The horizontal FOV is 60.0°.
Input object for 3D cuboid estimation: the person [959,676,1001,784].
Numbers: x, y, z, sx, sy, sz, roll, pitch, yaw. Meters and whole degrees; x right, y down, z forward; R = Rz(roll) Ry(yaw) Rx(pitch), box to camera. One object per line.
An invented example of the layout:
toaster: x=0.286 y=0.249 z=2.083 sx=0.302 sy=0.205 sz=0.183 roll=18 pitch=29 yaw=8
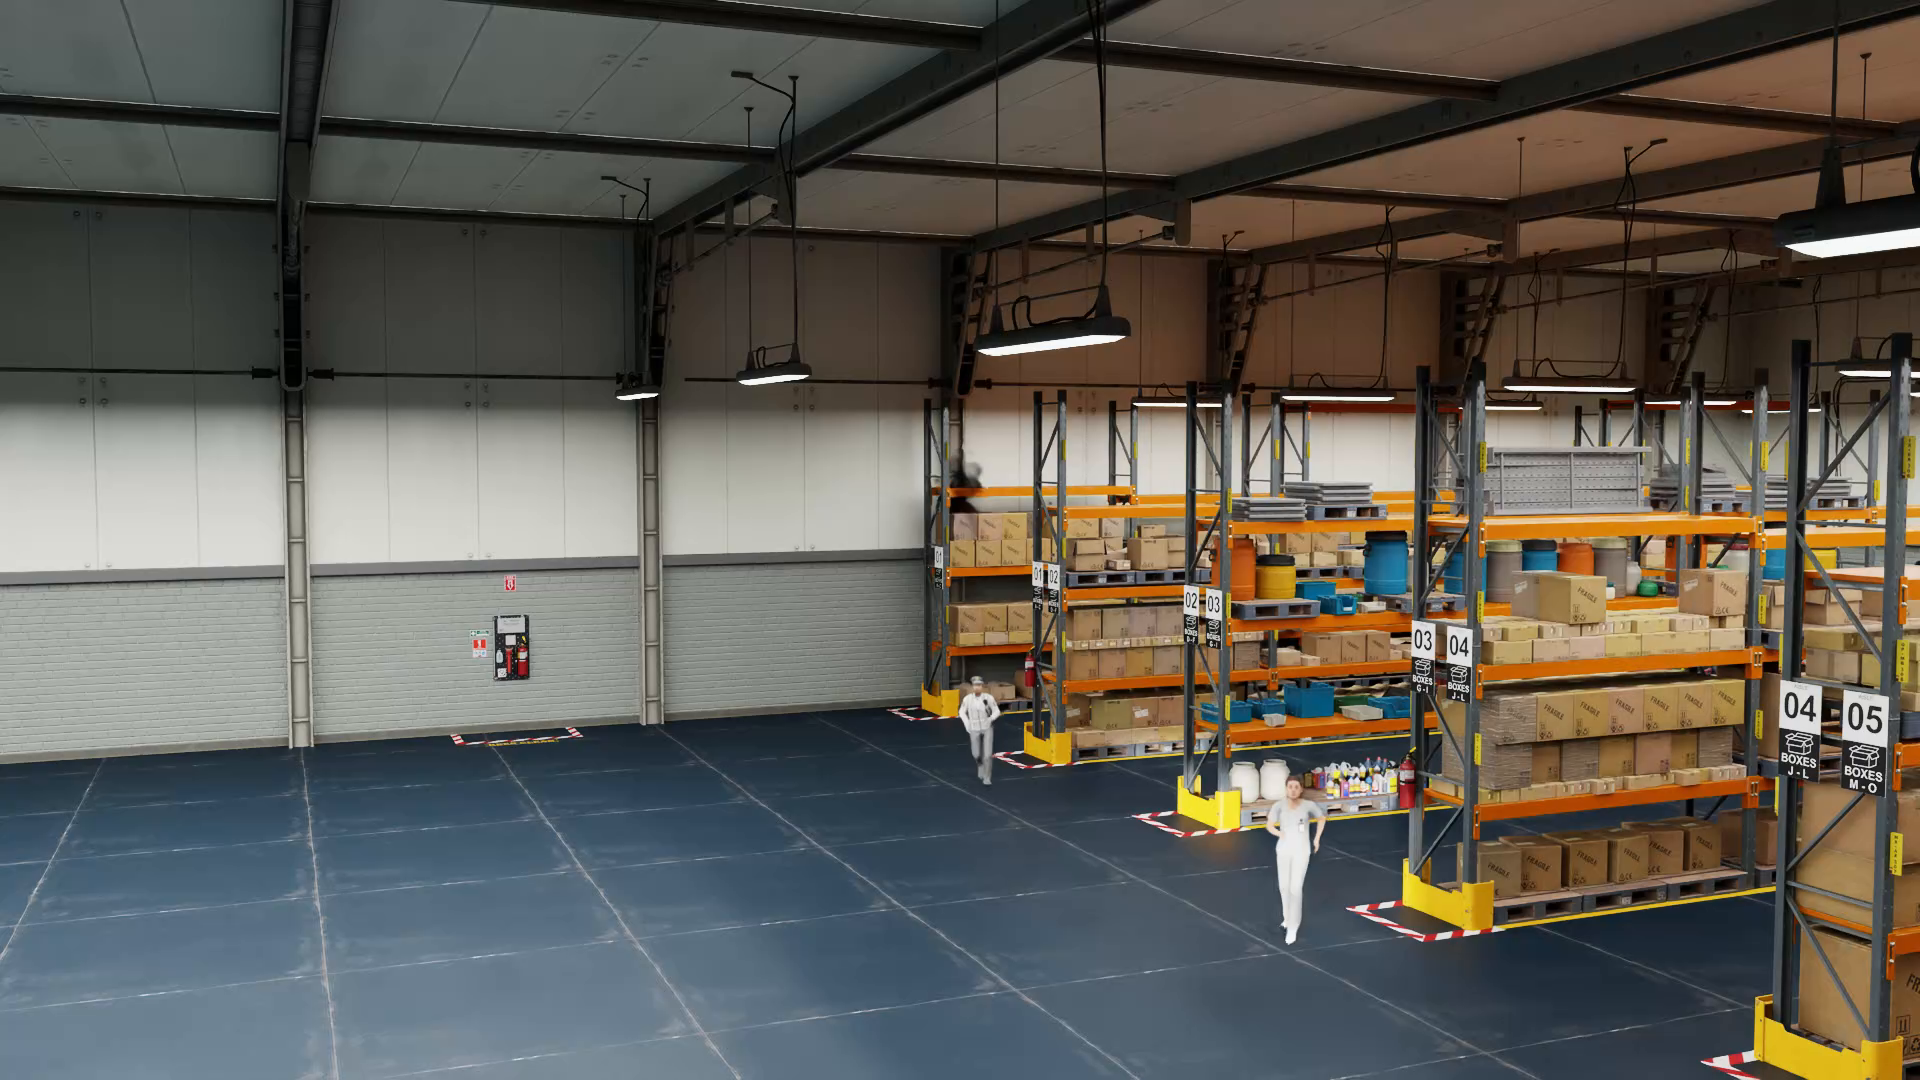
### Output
person: x=0.296 y=2.868 z=25.107 sx=0.629 sy=1.646 sz=0.569 roll=0 pitch=3 yaw=3

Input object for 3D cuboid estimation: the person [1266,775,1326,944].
person: x=3.484 y=3.307 z=17.355 sx=0.567 sy=1.722 sz=0.711 roll=1 pitch=4 yaw=24
